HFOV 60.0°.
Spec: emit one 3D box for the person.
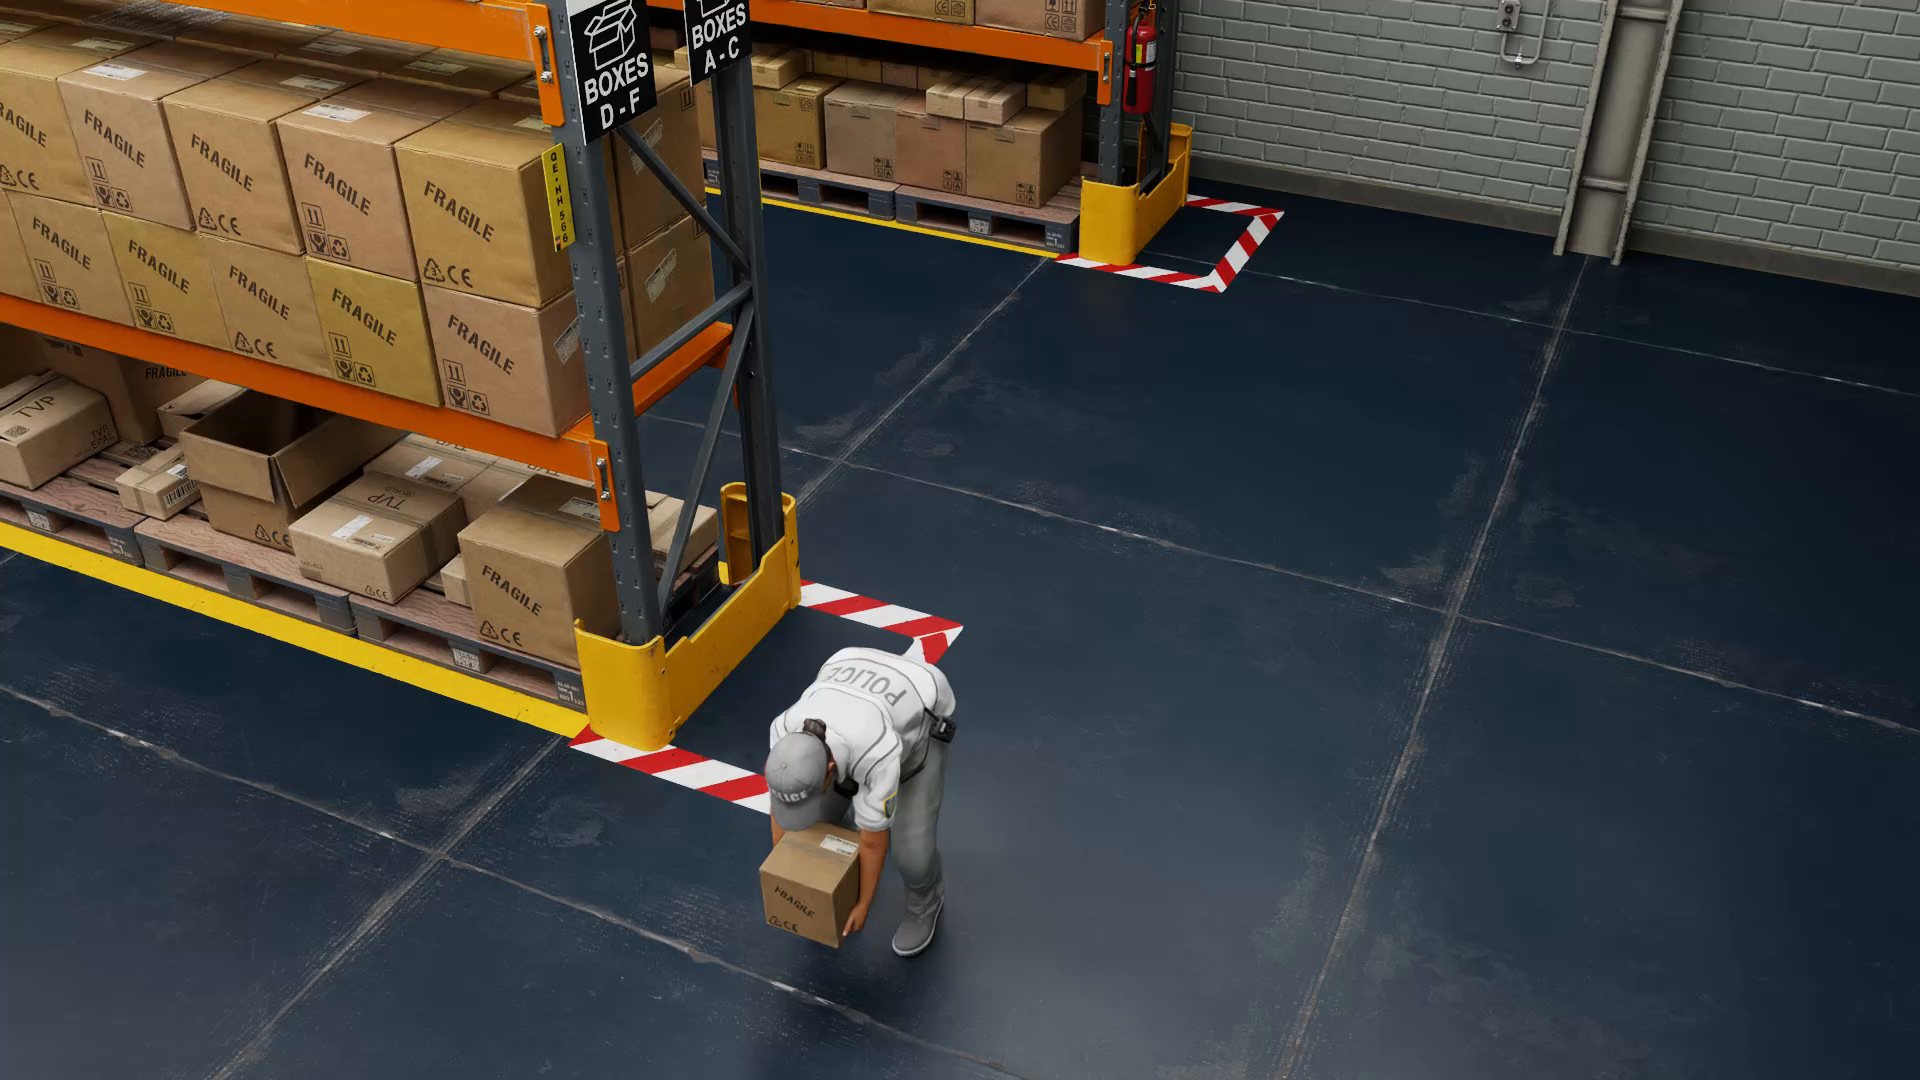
[{"bbox_3d":[-0.336,0.877,5.255,0.484,1.201,0.910,13,36,19],"label":"person"}]
